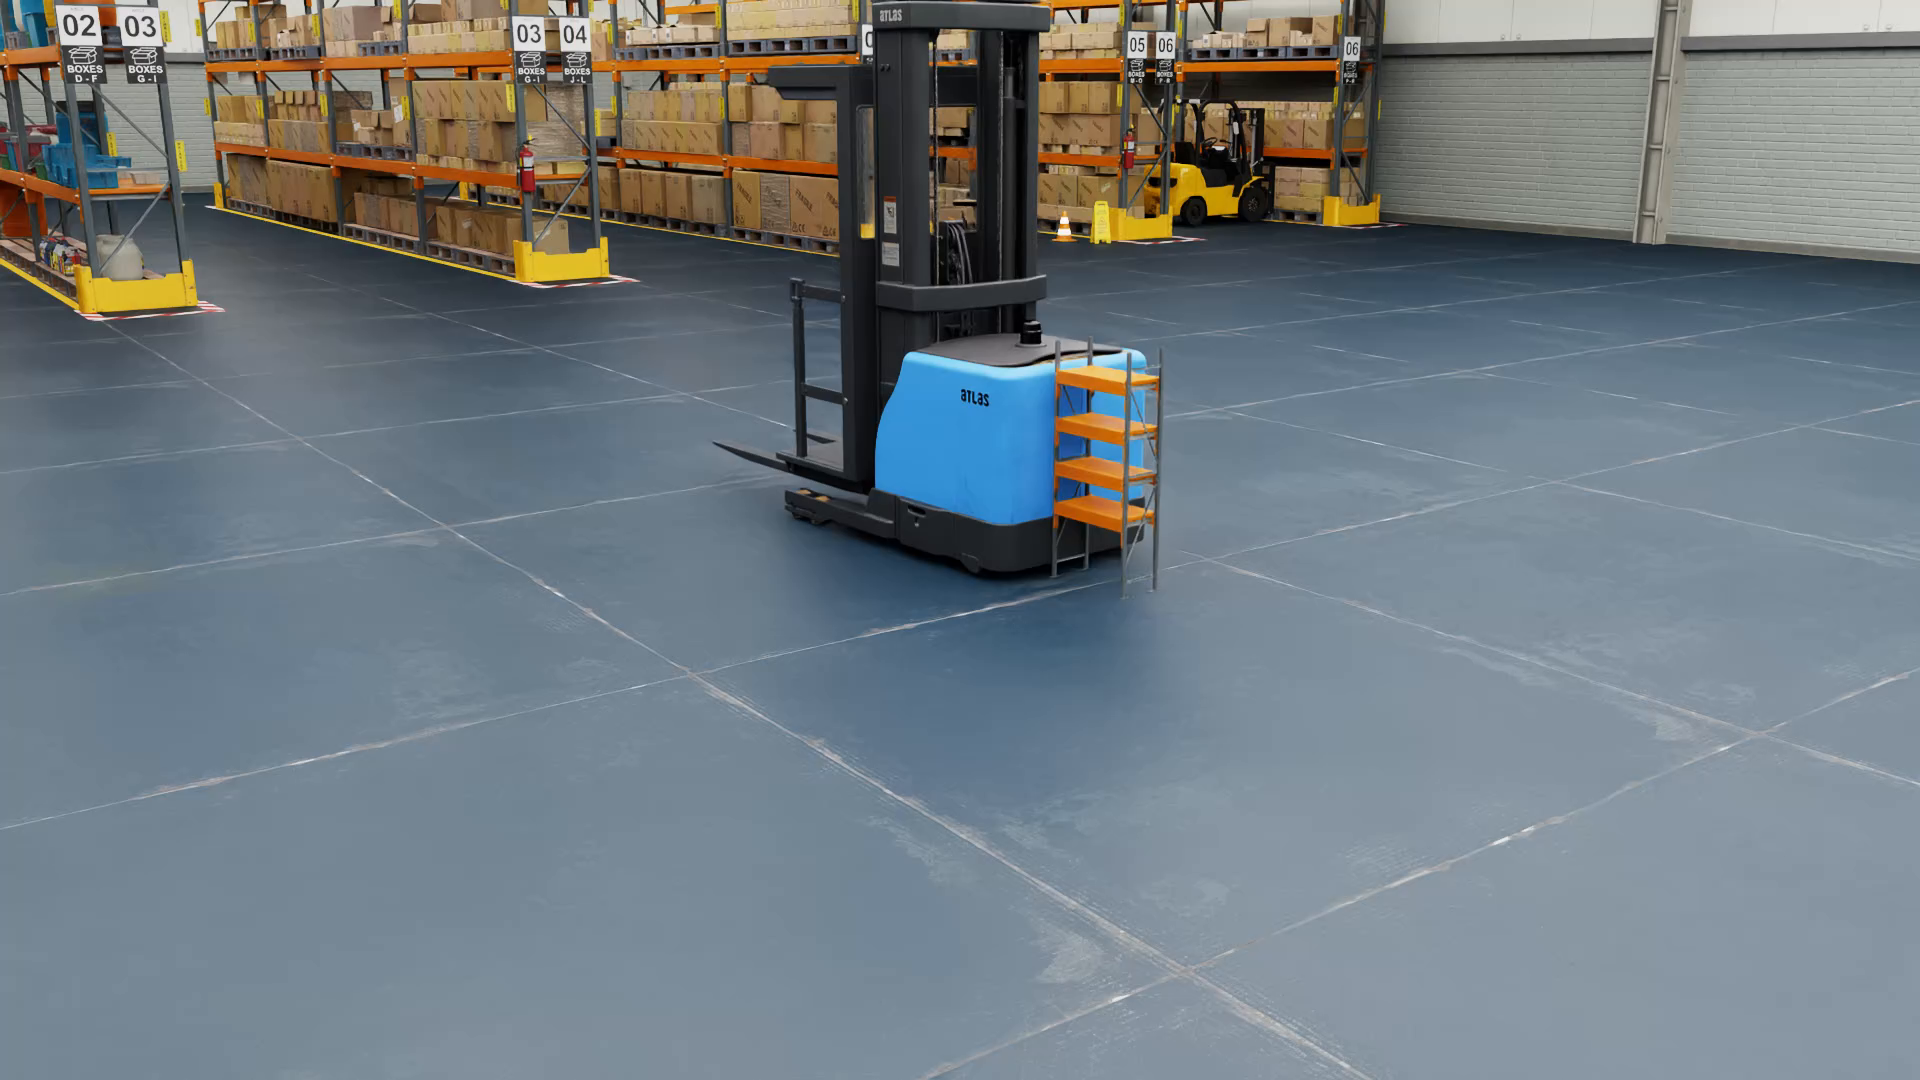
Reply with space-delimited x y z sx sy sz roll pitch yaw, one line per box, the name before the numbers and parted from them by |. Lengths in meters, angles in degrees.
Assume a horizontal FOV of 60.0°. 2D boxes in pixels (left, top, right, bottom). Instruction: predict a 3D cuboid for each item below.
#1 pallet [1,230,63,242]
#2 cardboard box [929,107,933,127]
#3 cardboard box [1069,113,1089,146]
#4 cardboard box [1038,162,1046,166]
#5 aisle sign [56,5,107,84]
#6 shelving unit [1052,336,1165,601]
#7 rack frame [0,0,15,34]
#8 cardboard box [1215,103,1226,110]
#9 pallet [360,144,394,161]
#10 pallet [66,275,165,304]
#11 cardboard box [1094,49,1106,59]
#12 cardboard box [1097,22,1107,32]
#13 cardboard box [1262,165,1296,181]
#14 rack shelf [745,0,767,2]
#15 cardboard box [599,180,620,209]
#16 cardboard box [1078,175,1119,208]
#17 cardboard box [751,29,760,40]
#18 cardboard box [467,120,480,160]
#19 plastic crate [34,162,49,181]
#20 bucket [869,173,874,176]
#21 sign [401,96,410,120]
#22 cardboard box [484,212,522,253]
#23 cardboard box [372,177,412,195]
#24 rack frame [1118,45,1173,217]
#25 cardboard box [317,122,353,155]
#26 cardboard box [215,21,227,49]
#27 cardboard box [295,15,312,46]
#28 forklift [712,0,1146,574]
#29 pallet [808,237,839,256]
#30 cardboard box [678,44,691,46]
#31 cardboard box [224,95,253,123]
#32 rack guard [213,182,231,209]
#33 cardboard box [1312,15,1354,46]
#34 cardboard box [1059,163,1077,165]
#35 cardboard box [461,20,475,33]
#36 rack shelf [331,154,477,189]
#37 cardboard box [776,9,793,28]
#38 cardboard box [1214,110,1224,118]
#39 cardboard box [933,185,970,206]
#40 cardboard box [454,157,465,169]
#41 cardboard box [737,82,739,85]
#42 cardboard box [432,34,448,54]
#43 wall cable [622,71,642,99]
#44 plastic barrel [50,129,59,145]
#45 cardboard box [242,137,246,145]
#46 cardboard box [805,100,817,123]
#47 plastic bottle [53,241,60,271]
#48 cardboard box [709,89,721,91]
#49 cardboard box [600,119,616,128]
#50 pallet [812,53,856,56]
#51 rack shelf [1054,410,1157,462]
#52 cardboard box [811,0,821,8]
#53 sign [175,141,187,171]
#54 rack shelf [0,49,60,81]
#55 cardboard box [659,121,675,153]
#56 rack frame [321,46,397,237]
pallet | -14.261 -4.550 25.301 1.003 0.211 1.213 -11 19 -35
cardboard box | -0.438 -7.860 30.564 0.500 0.500 0.500 -10 18 -33
cardboard box | 2.129 -6.704 27.137 0.500 0.500 0.500 -11 19 -34
cardboard box | 1.776 -8.187 36.018 0.380 0.149 0.250 -12 19 -37
aisle sign | -9.258 -5.217 17.532 0.394 0.787 0.004 -11 19 -35
shelving unit | 0.715 -0.357 8.109 0.258 1.200 0.503 -12 20 -38
rack frame | -11.412 -7.773 20.428 1.000 3.000 0.127 -11 19 -35
cardboard box | 5.023 -8.182 31.306 0.380 0.149 0.250 -10 18 -33
pallet | -8.561 -5.993 25.654 1.003 0.211 1.213 -11 19 -35
pallet | -9.616 -2.863 19.137 1.003 0.211 1.213 -11 19 -35
cardboard box | 2.353 -7.738 26.461 0.380 0.149 0.250 -11 19 -34
cardboard box | 2.404 -8.130 26.380 0.380 0.149 0.250 -10 18 -34
cardboard box | 5.842 -6.726 30.487 0.500 0.250 0.500 -11 19 -34
rack shelf | -2.918 -10.821 33.686 1.077 0.370 4.000 -11 19 -35
cardboard box | -6.285 -6.347 30.524 0.500 0.500 0.500 -11 19 -35
cardboard box | 2.280 -5.700 27.214 0.500 0.500 0.500 -11 19 -34
cardboard box | -2.949 -7.680 25.263 0.380 0.149 0.250 -11 19 -35
cardboard box | -6.005 -5.309 22.037 0.875 0.500 0.500 -11 19 -35
plastic crate | -10.842 -4.443 20.029 0.450 0.188 0.662 -11 19 -35
bucket | -1.390 -5.879 28.196 0.726 0.611 0.620 -4 6 -15
sign | -7.853 -6.119 23.559 0.100 0.325 0.005 -11 19 -35
cardboard box | -6.140 -4.185 22.626 0.500 0.500 0.500 -9 18 -29
cardboard box | -9.019 -5.620 26.409 0.500 0.250 0.500 -8 17 -28
rack frame | 2.962 -6.332 26.529 1.000 3.000 0.127 -11 19 -35
cardboard box | -10.248 -6.617 27.381 0.500 0.500 0.500 -10 18 -33
cardboard box | -13.879 -9.714 32.031 0.700 0.500 0.500 -12 19 -37
cardboard box | -10.753 -8.489 27.744 0.500 0.500 0.500 -10 18 -32
forklift | -0.348 -1.570 9.261 1.130 2.935 3.031 -12 20 -38
pallet | -1.516 -4.356 24.590 1.003 0.211 1.213 -11 19 -35
cardboard box | -4.829 -8.728 28.786 0.500 0.311 0.500 -11 19 -35
cardboard box | -13.794 -8.282 31.954 0.500 0.500 0.500 -11 19 -36
rack guard | -14.476 -7.010 33.740 1.175 0.500 0.348 -11 19 -35
cardboard box | 6.517 -8.906 29.076 0.500 0.500 0.500 -10 18 -33
cardboard box | 2.627 -7.733 35.352 0.875 0.625 0.625 -10 18 -33
cardboard box | -6.229 -6.650 21.538 0.380 0.149 0.250 -12 19 -37
rack shelf | -8.582 -5.728 25.685 1.077 0.370 4.000 -11 19 -35
cardboard box | -2.380 -7.694 24.558 0.500 0.250 0.500 -11 19 -34
cardboard box | 5.012 -8.039 31.347 0.380 0.149 0.250 -10 18 -33
cardboard box | -0.126 -6.386 30.907 0.950 0.372 0.625 -10 18 -31
cardboard box | -6.630 -5.116 22.561 0.380 0.149 0.250 -11 19 -35
cardboard box | -4.599 -9.827 35.987 0.380 0.149 0.250 -10 18 -33
cardboard box | -6.750 -6.666 22.353 0.500 0.250 0.500 -12 19 -37
wall cable | -8.639 -11.662 44.077 0.588 1.984 0.122 -11 19 -35
plastic barrel | -11.797 -5.183 22.073 0.433 0.535 0.433 0 15 0
cardboard box | -13.310 -7.524 31.358 0.380 0.149 0.250 -11 19 -35
cardboard box | -1.787 -6.464 24.682 0.875 0.550 0.550 -11 19 -35
plastic bottle | -10.912 -3.446 20.168 0.144 0.351 0.185 -11 19 -35
cardboard box | -5.193 -9.700 36.749 0.500 0.500 0.500 -11 19 -34
cardboard box | -6.345 -7.510 29.950 0.380 0.149 0.250 -10 18 -33
pallet | -2.163 -9.525 32.871 1.213 0.211 1.003 -10 18 -32
rack shelf | 0.715 -0.508 8.068 0.258 0.148 0.480 -12 20 -38
cardboard box | -1.905 -7.686 23.773 0.380 0.149 0.250 -10 18 -34
sign | -8.613 -4.243 18.372 0.100 0.325 0.005 -11 19 -35
rack shelf | -12.588 -6.406 22.480 1.077 0.370 4.000 -11 19 -35
cardboard box | -4.752 -6.838 28.189 0.500 0.500 0.500 -11 19 -35
rack frame | -9.758 -6.502 27.150 1.000 3.000 0.127 -11 19 -35
